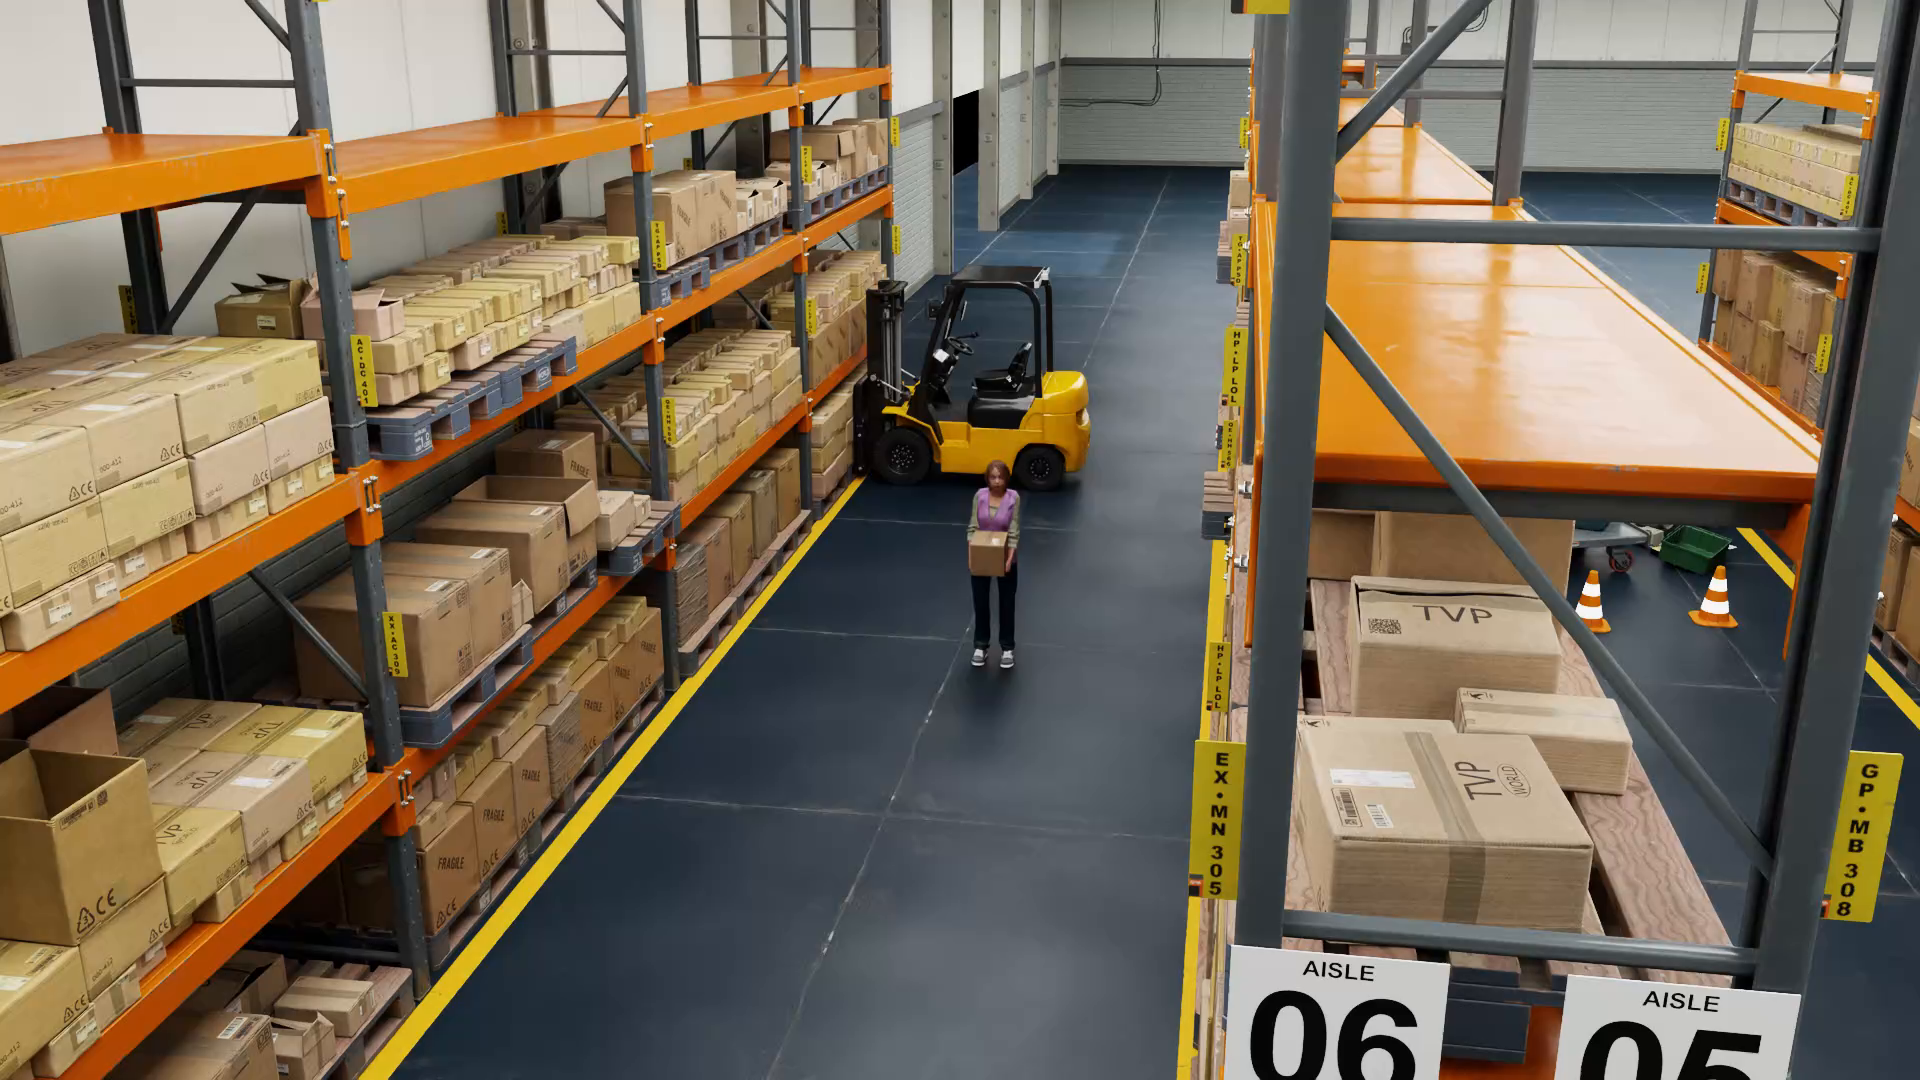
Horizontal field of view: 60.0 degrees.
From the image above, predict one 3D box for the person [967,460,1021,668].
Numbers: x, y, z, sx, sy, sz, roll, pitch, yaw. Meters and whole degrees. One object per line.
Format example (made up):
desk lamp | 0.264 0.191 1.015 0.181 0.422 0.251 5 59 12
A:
person | 0.251 0.200 12.470 0.396 1.598 0.493 3 18 9
